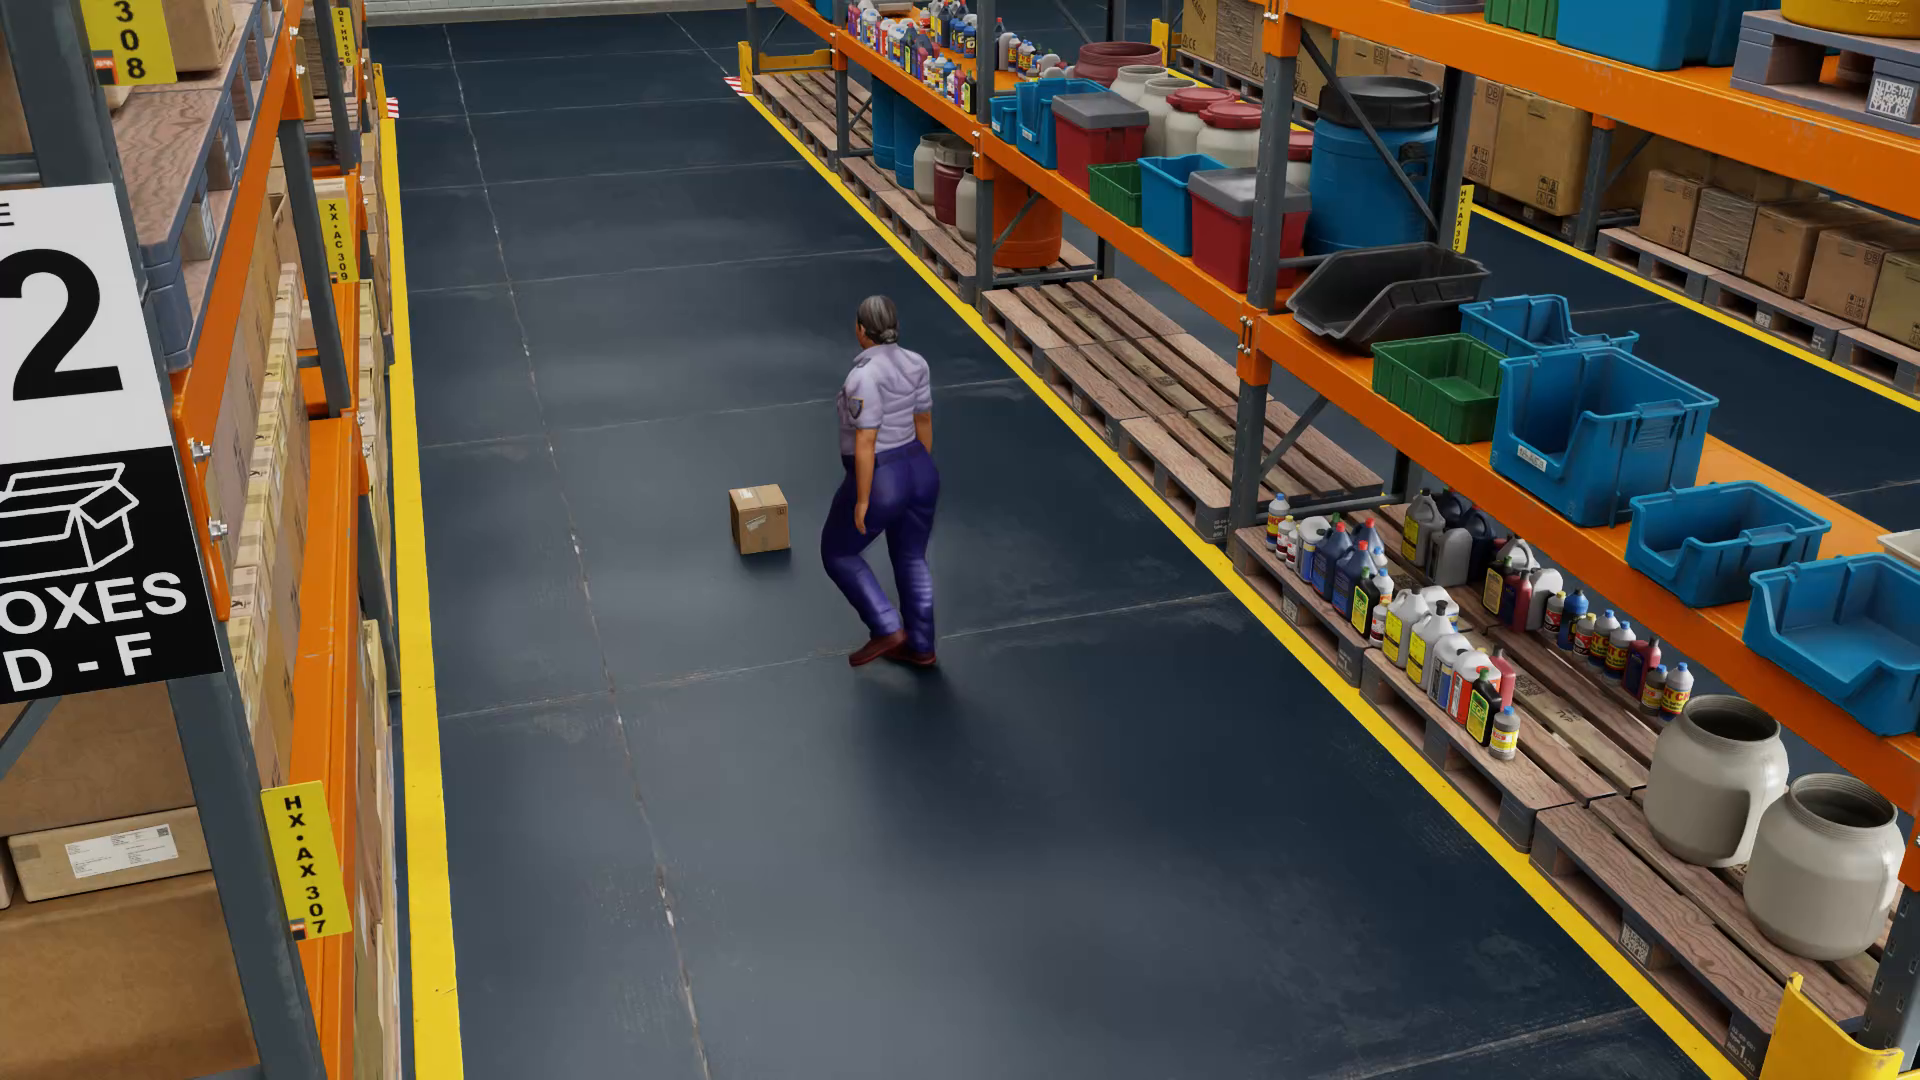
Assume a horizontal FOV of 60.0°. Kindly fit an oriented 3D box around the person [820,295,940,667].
[{"bbox_3d":[-0.307,-0.227,7.069,0.461,1.639,0.533,22,34,37],"label":"person"}]
